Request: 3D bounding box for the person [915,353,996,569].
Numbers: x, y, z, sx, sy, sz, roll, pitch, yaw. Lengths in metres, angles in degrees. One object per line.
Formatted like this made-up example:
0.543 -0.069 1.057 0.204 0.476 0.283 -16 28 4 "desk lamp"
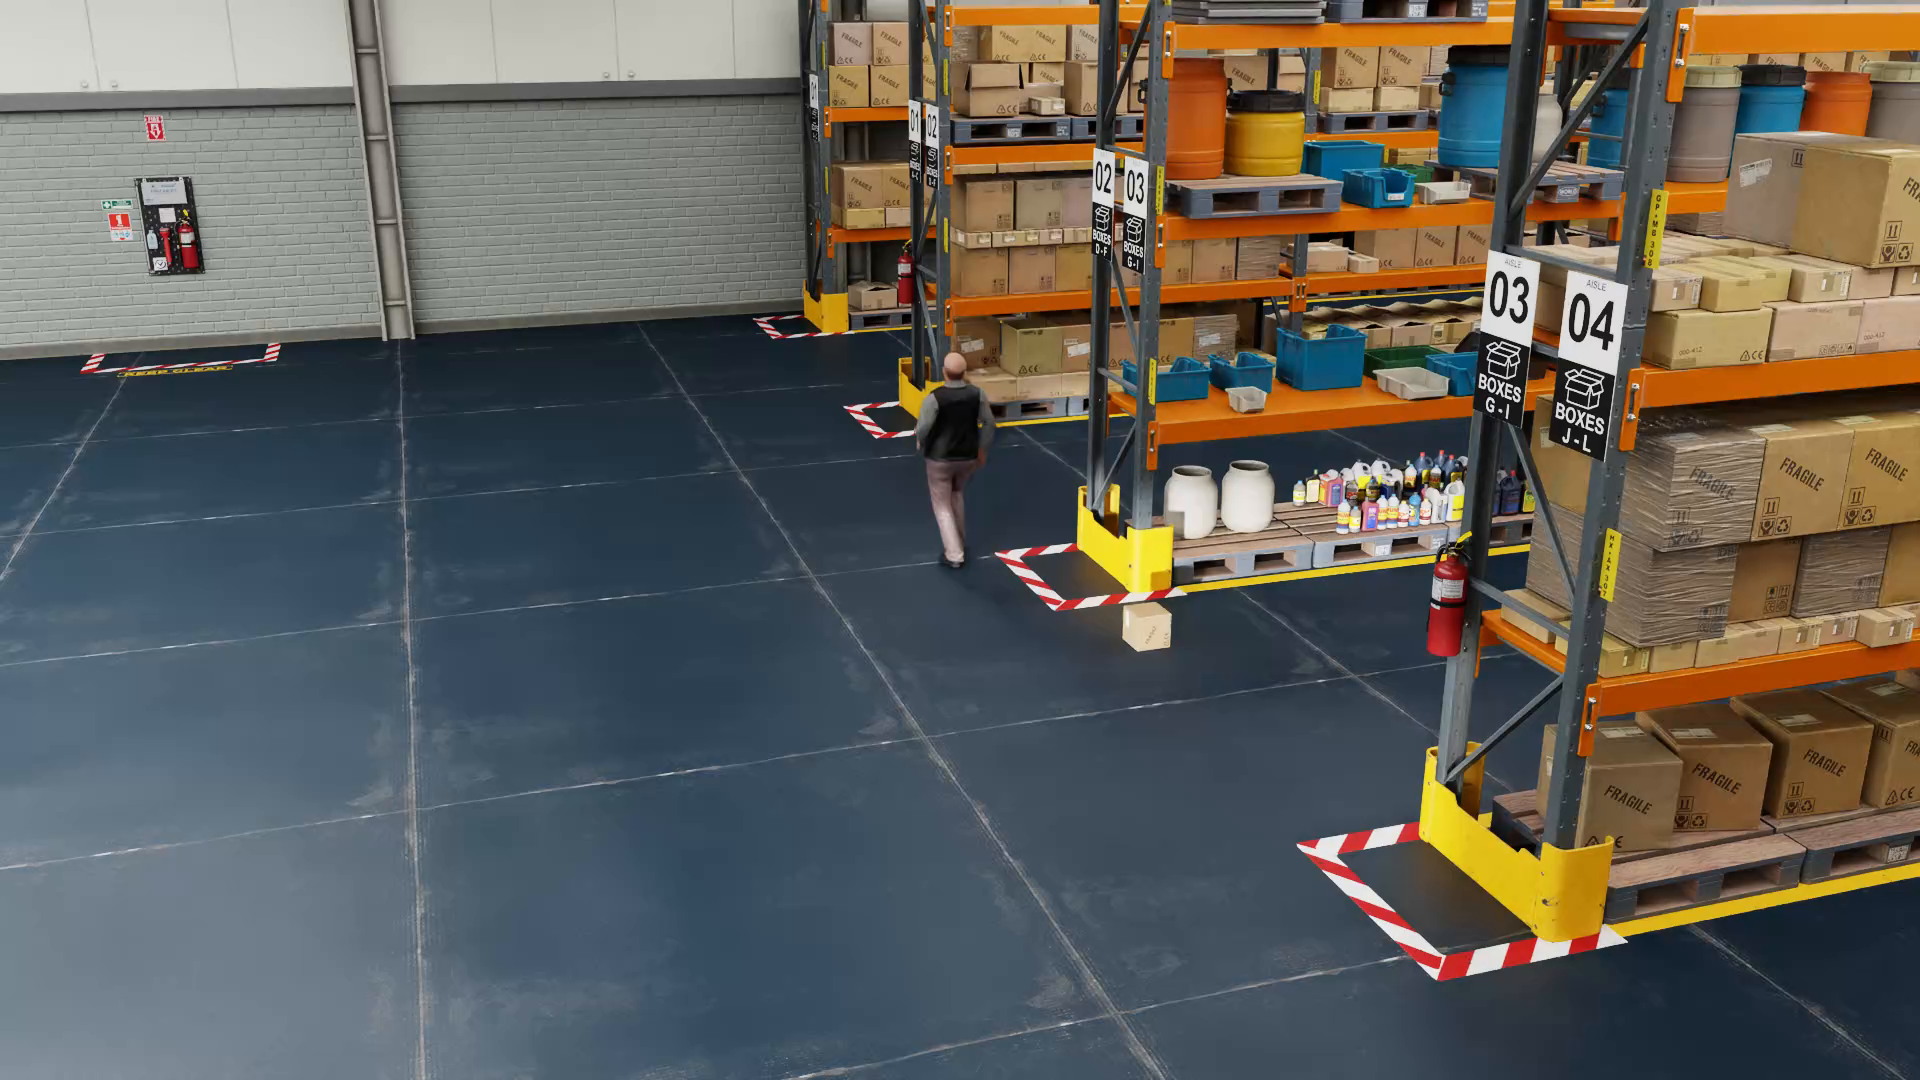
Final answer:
-0.086 -0.629 12.984 0.618 1.735 0.533 -9 21 -25 "person"
